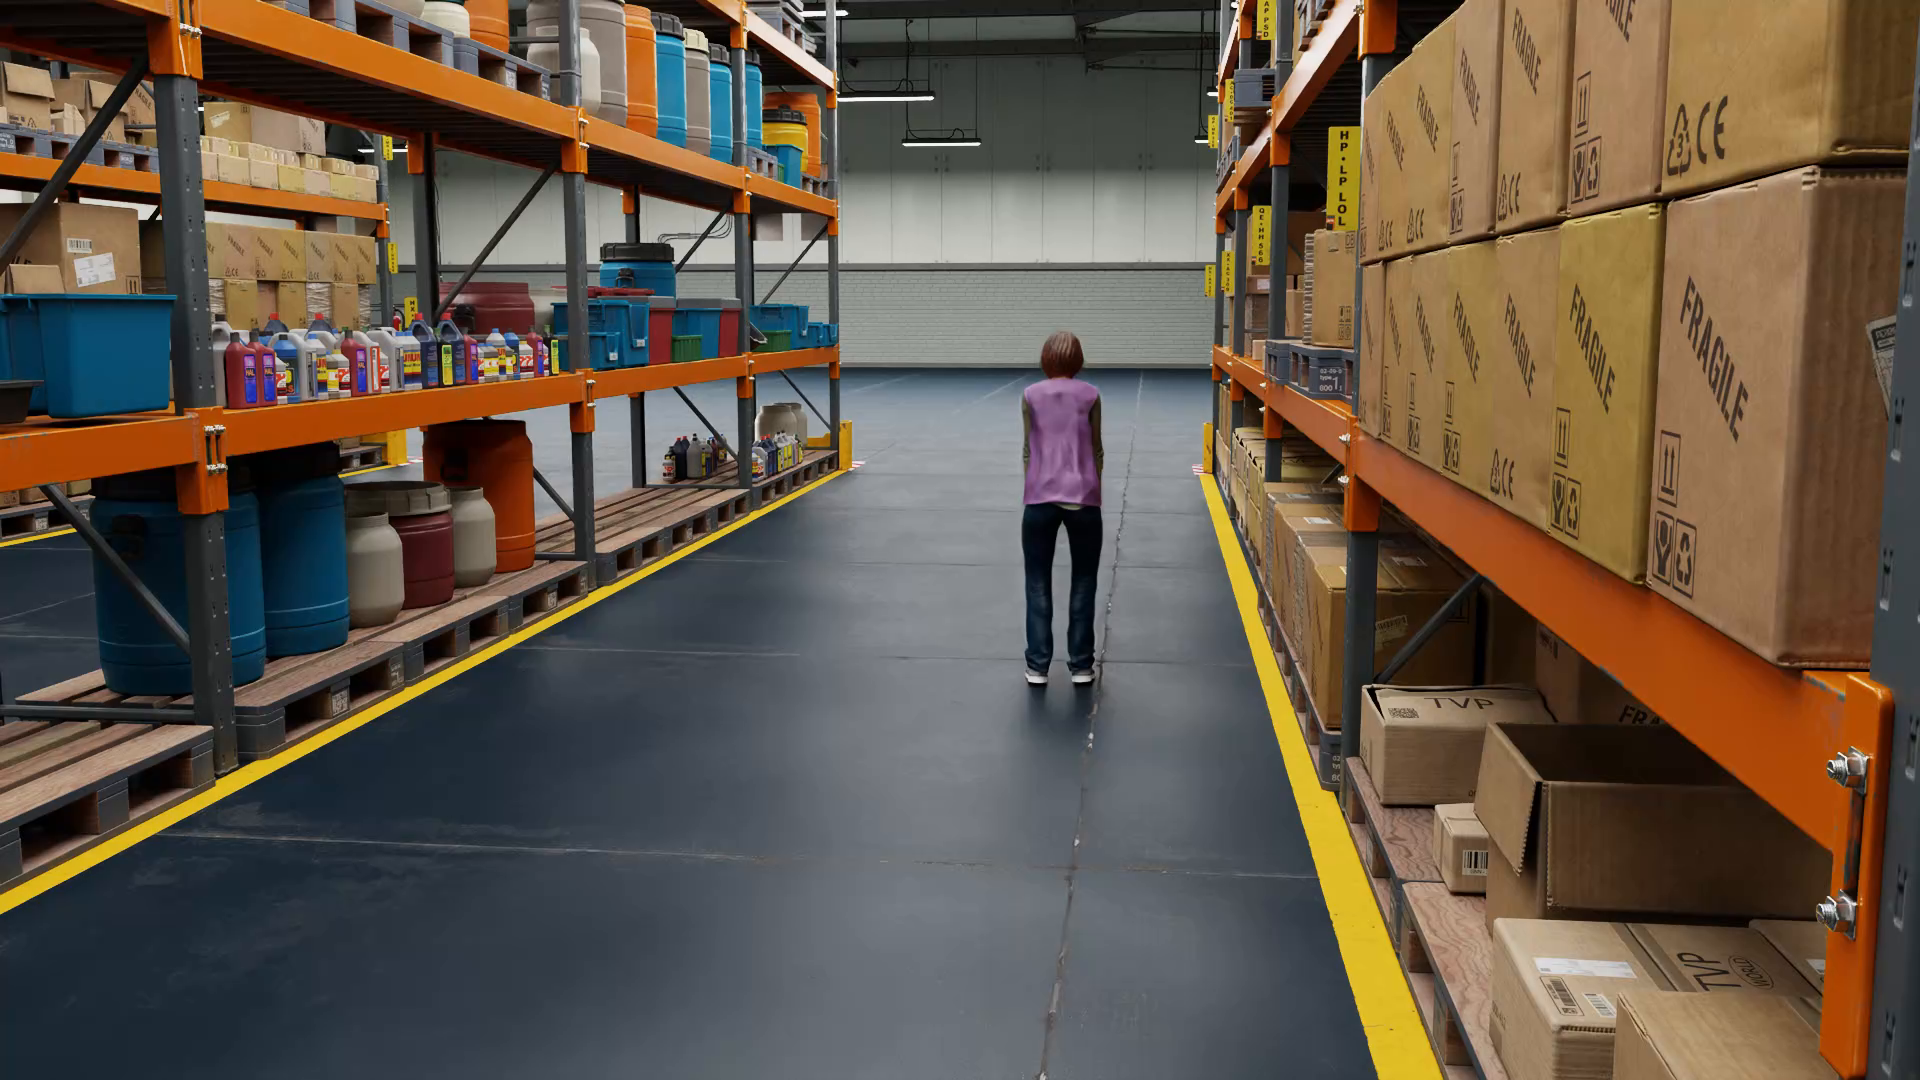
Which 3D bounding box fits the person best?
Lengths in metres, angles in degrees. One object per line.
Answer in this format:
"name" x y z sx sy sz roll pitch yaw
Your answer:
"person" 0.454 -0.020 7.447 0.373 1.342 0.386 1 8 5
